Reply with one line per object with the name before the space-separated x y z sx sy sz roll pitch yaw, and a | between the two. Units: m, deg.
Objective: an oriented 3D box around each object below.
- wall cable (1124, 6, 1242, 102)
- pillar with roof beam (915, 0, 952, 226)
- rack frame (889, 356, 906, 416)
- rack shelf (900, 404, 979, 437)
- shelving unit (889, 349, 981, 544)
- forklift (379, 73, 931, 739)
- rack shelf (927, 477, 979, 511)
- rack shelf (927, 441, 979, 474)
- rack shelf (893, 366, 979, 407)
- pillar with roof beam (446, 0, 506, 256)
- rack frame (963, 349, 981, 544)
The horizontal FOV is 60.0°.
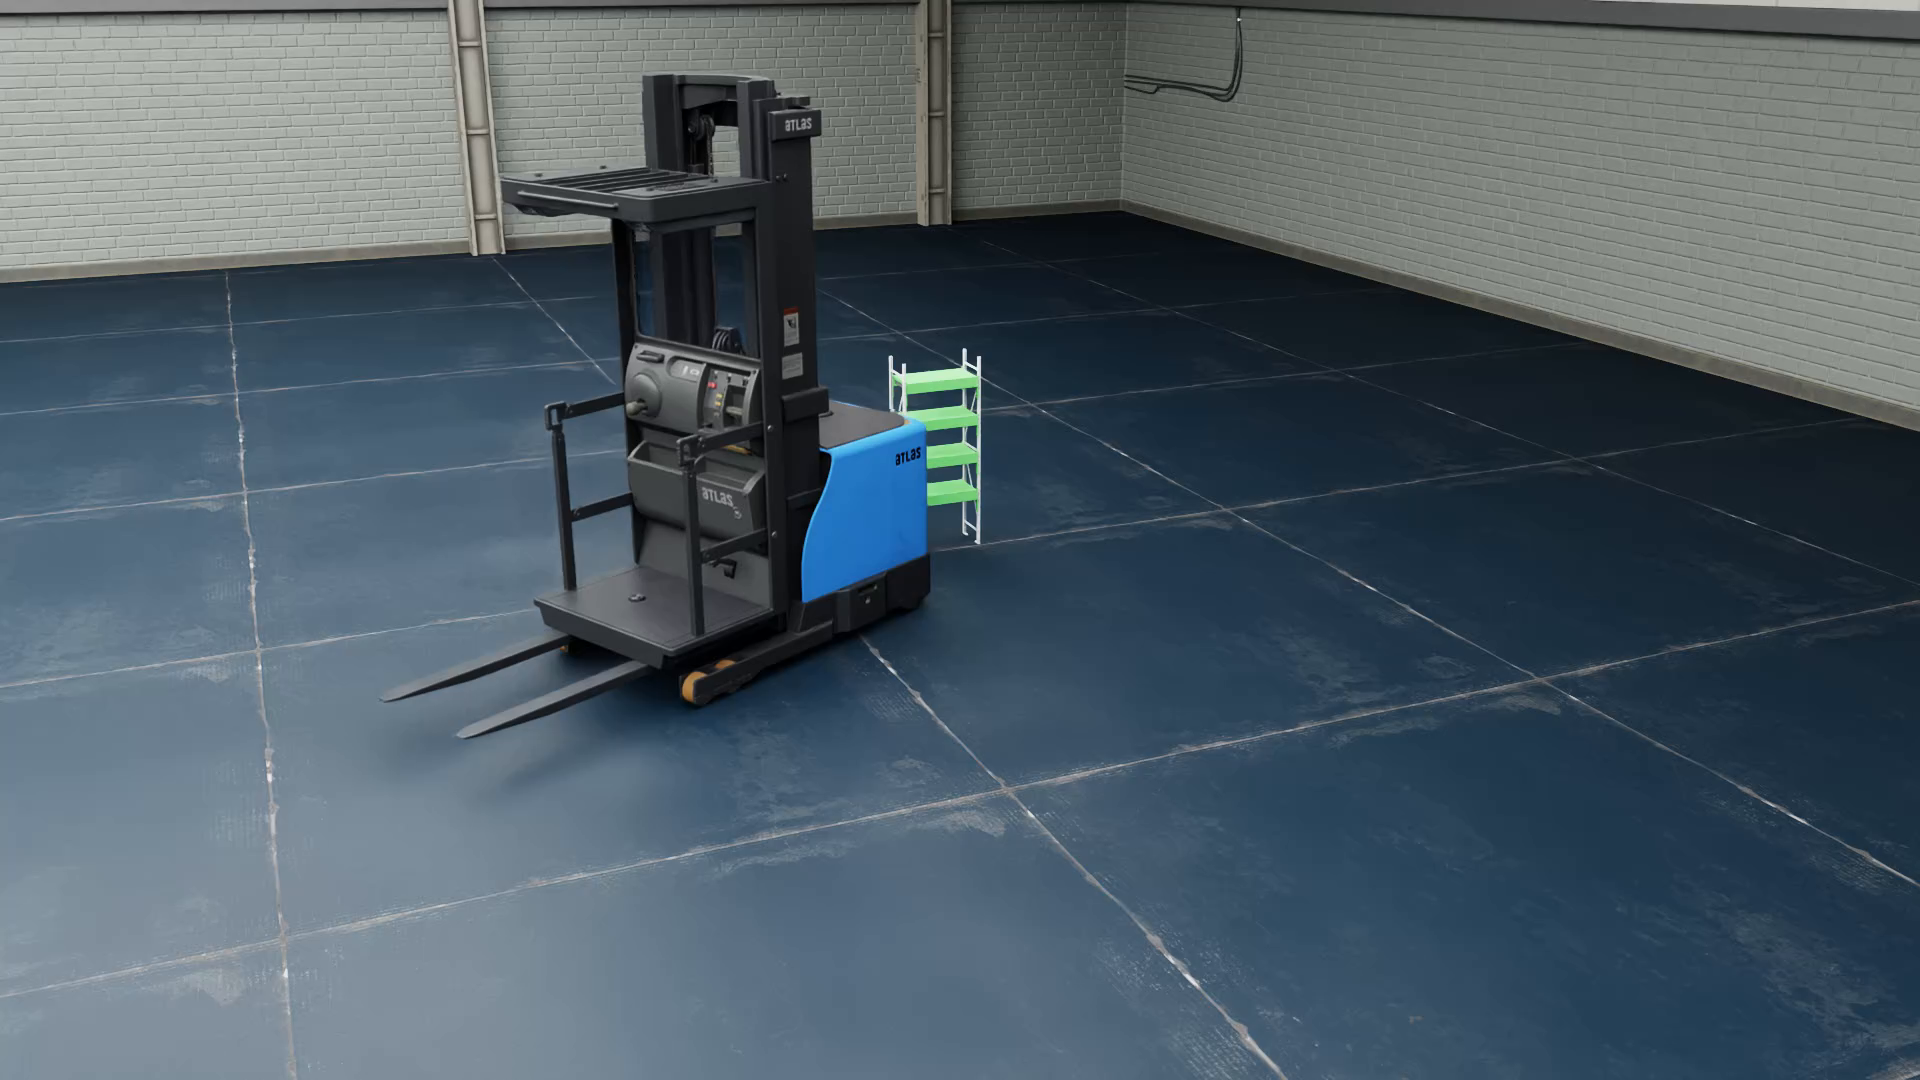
wall cable | 2.876 -7.118 21.865 0.112 2.526 3.097 -8 21 -22
pillar with roof beam | 1.352 -7.286 17.665 0.400 9.000 9.100 -8 21 -22
rack frame | -0.376 -0.512 10.170 0.015 1.200 0.240 -8 21 -22
rack shelf | -0.152 -0.710 10.202 0.480 0.148 0.258 -8 21 -22
shelving unit | -0.152 -0.544 10.261 0.503 1.200 0.258 -8 21 -22
forklift | -1.492 -0.752 8.245 1.130 2.935 3.031 15 25 37
rack shelf | -0.152 -0.258 10.362 0.480 0.148 0.258 -8 21 -22
rack shelf | -0.152 -0.484 10.282 0.480 0.148 0.258 -8 21 -22
rack shelf | -0.152 -0.937 10.123 0.480 0.148 0.258 -8 21 -22
pillar with roof beam | -4.157 -6.497 15.423 0.400 9.000 9.100 -8 21 -22
rack frame | 0.072 -0.576 10.352 0.015 1.200 0.240 -8 21 -22
